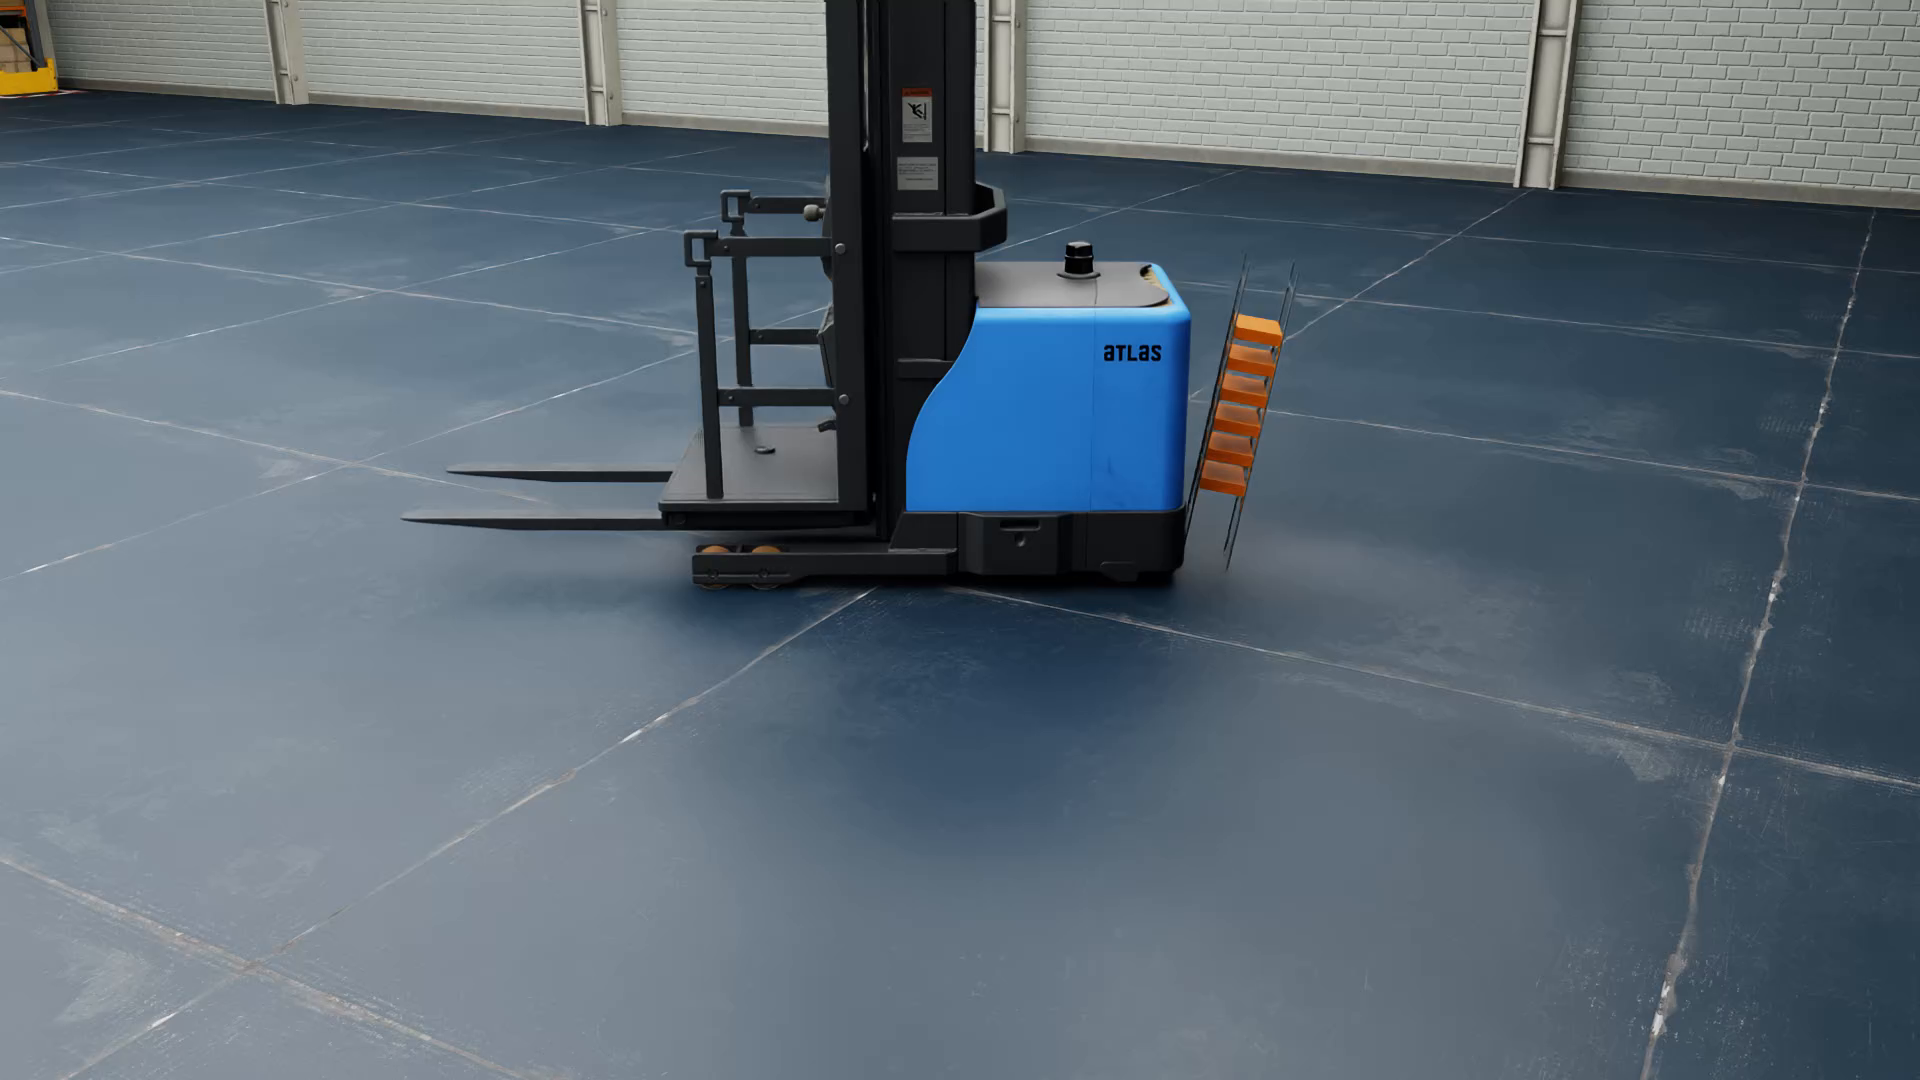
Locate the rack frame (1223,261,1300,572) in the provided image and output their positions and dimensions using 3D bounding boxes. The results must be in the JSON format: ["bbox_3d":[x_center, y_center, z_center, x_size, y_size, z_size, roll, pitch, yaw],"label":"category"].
[{"bbox_3d":[1.156,-0.468,6.417,0.006,1.200,0.240,11,21,3],"label":"rack frame"}]

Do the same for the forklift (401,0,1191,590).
[{"bbox_3d":[-0.656,-1.367,6.335,3.031,2.935,1.130,0,20,0],"label":"forklift"}]

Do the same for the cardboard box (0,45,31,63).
[{"bbox_3d":[-15.336,-7.827,26.727,0.500,0.250,0.500,11,23,28],"label":"cardboard box"}]

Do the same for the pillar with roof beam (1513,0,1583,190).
[{"bbox_3d":[3.658,-6.479,11.529,0.400,9.000,9.100,11,23,27],"label":"pillar with roof beam"}]

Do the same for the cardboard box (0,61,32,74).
[{"bbox_3d":[-15.360,-7.592,26.812,0.500,0.250,0.500,11,23,28],"label":"cardboard box"}]

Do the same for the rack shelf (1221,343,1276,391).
[{"bbox_3d":[1.099,-0.666,6.352,0.180,0.103,0.258,11,21,3],"label":"rack shelf"}]

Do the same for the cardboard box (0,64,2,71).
[{"bbox_3d":[-15.591,-7.436,26.382,0.500,0.250,0.500,11,23,28],"label":"cardboard box"}]

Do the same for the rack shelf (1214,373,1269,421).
[{"bbox_3d":[1.079,-0.555,6.395,0.180,0.103,0.258,11,21,3],"label":"rack shelf"}]

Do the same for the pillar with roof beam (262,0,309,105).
[{"bbox_3d":[-12.057,-9.472,19.781,0.400,9.000,9.100,11,23,27],"label":"pillar with roof beam"}]

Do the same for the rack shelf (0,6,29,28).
[{"bbox_3d":[-16.773,-8.541,27.068,4.000,0.370,1.077,11,23,27],"label":"rack shelf"}]

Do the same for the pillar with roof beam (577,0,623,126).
[{"bbox_3d":[-6.819,-8.474,17.030,0.400,9.000,9.100,11,23,27],"label":"pillar with roof beam"}]

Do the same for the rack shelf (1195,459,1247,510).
[{"bbox_3d":[1.020,-0.224,6.522,0.180,0.103,0.258,11,21,3],"label":"rack shelf"}]

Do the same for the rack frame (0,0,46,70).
[{"bbox_3d":[-15.027,-8.547,26.029,0.127,3.000,1.000,11,23,27],"label":"rack frame"}]

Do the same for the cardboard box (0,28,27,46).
[{"bbox_3d":[-15.354,-8.058,26.631,0.500,0.250,0.500,10,22,26],"label":"cardboard box"}]

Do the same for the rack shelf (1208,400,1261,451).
[{"bbox_3d":[1.059,-0.445,6.437,0.180,0.103,0.258,11,21,3],"label":"rack shelf"}]

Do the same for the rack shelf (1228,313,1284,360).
[{"bbox_3d":[1.119,-0.776,6.310,0.180,0.103,0.258,11,21,3],"label":"rack shelf"}]

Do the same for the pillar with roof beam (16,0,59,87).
[{"bbox_3d":[-17.295,-10.470,22.532,0.400,9.000,9.100,11,23,27],"label":"pillar with roof beam"}]

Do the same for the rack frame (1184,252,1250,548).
[{"bbox_3d":[0.977,-0.503,6.426,0.006,1.200,0.240,11,21,3],"label":"rack frame"}]

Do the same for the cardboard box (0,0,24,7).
[{"bbox_3d":[-15.324,-8.759,26.467,0.500,0.500,0.500,12,23,29],"label":"cardboard box"}]

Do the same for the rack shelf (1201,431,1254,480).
[{"bbox_3d":[1.040,-0.334,6.480,0.180,0.103,0.258,11,21,3],"label":"rack shelf"}]

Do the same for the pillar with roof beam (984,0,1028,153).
[{"bbox_3d":[-1.580,-7.476,14.279,0.400,9.000,9.100,11,23,27],"label":"pillar with roof beam"}]

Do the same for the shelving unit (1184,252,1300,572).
[{"bbox_3d":[1.067,-0.486,6.422,0.189,1.200,0.258,11,21,3],"label":"shelving unit"}]

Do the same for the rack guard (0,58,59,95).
[{"bbox_3d":[-15.006,-7.368,26.444,0.348,0.500,1.175,11,23,27],"label":"rack guard"}]
